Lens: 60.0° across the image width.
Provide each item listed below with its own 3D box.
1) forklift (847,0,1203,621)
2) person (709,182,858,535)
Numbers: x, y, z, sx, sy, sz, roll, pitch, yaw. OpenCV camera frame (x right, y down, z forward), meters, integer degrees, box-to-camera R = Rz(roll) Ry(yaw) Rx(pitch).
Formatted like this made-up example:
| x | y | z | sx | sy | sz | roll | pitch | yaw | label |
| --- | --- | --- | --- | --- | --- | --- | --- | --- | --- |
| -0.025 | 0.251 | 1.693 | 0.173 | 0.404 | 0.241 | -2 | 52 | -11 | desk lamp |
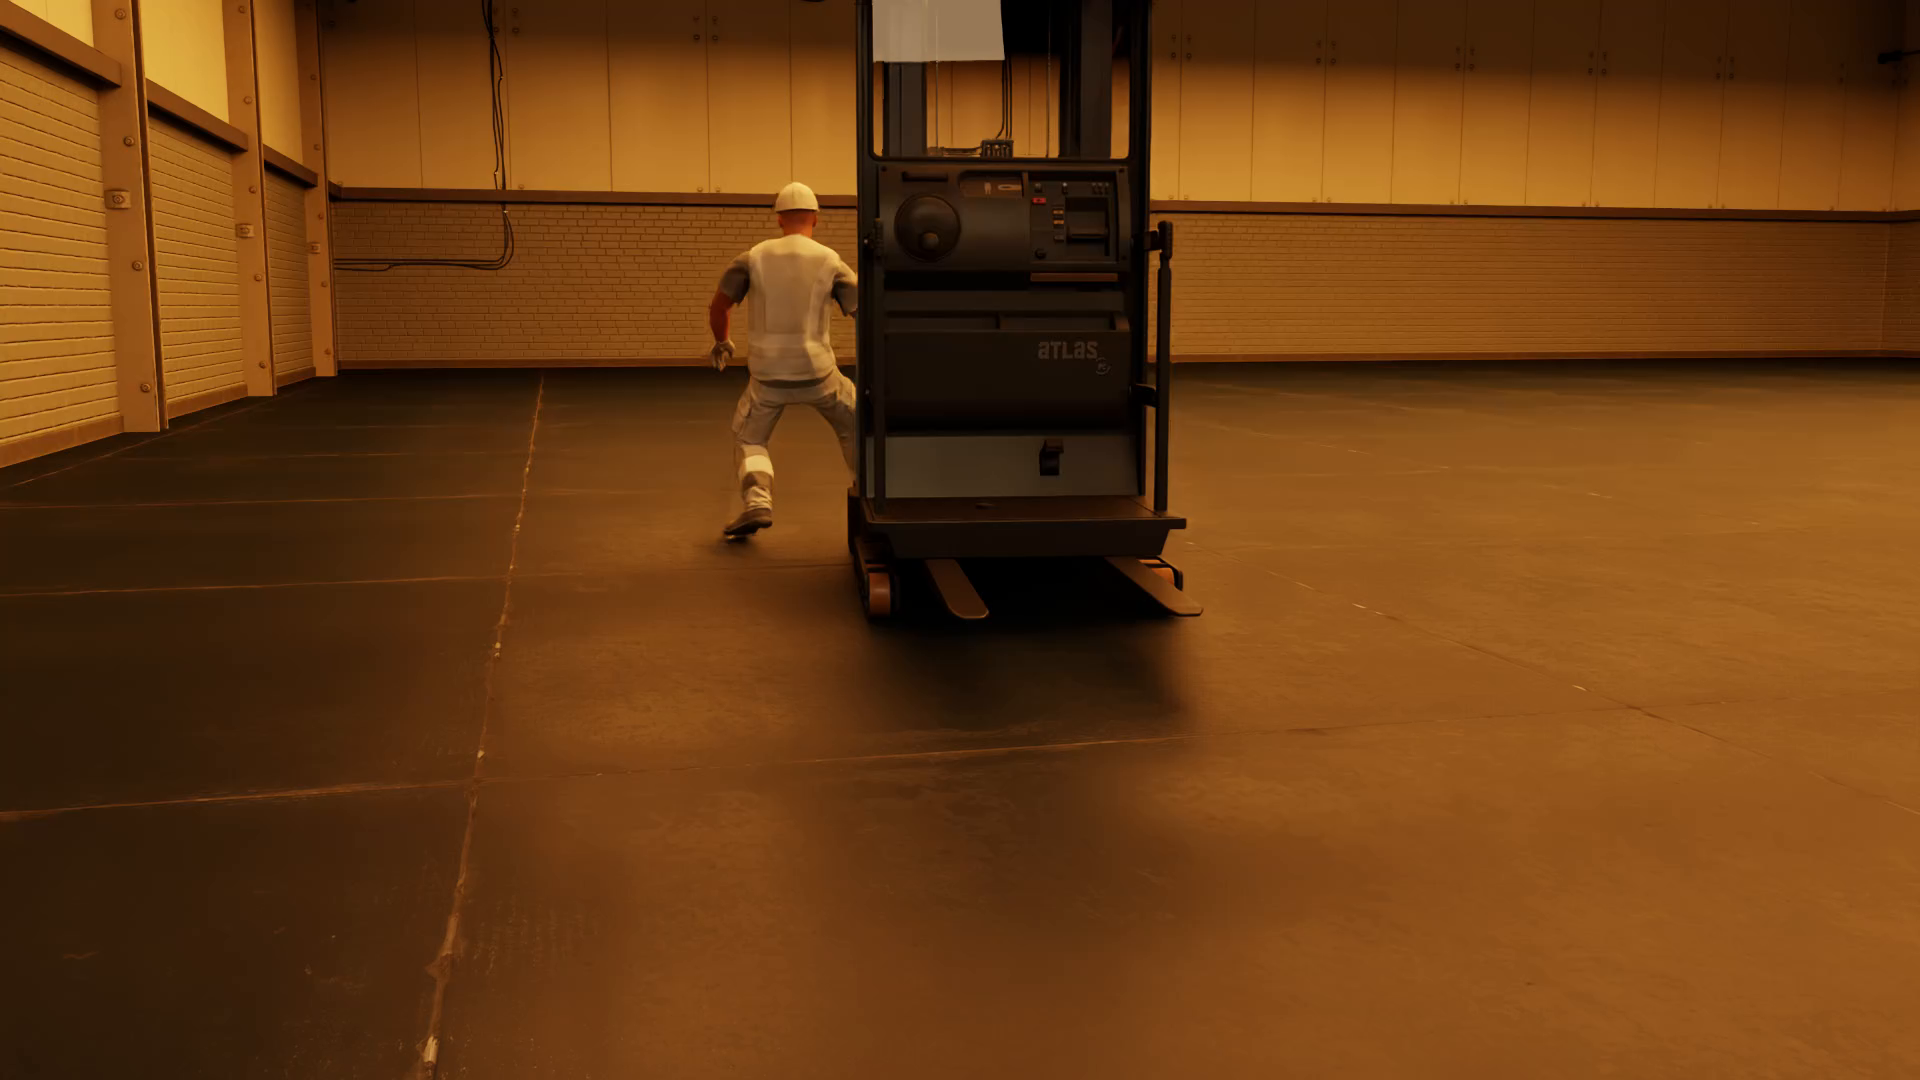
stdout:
| x | y | z | sx | sy | sz | roll | pitch | yaw | label |
| --- | --- | --- | --- | --- | --- | --- | --- | --- | --- |
| 0.187 | -1.229 | 5.914 | 1.130 | 2.935 | 3.031 | -1 | 8 | -6 | forklift |
| -0.742 | -0.850 | 7.909 | 0.908 | 1.642 | 0.883 | 0 | 8 | 1 | person |
